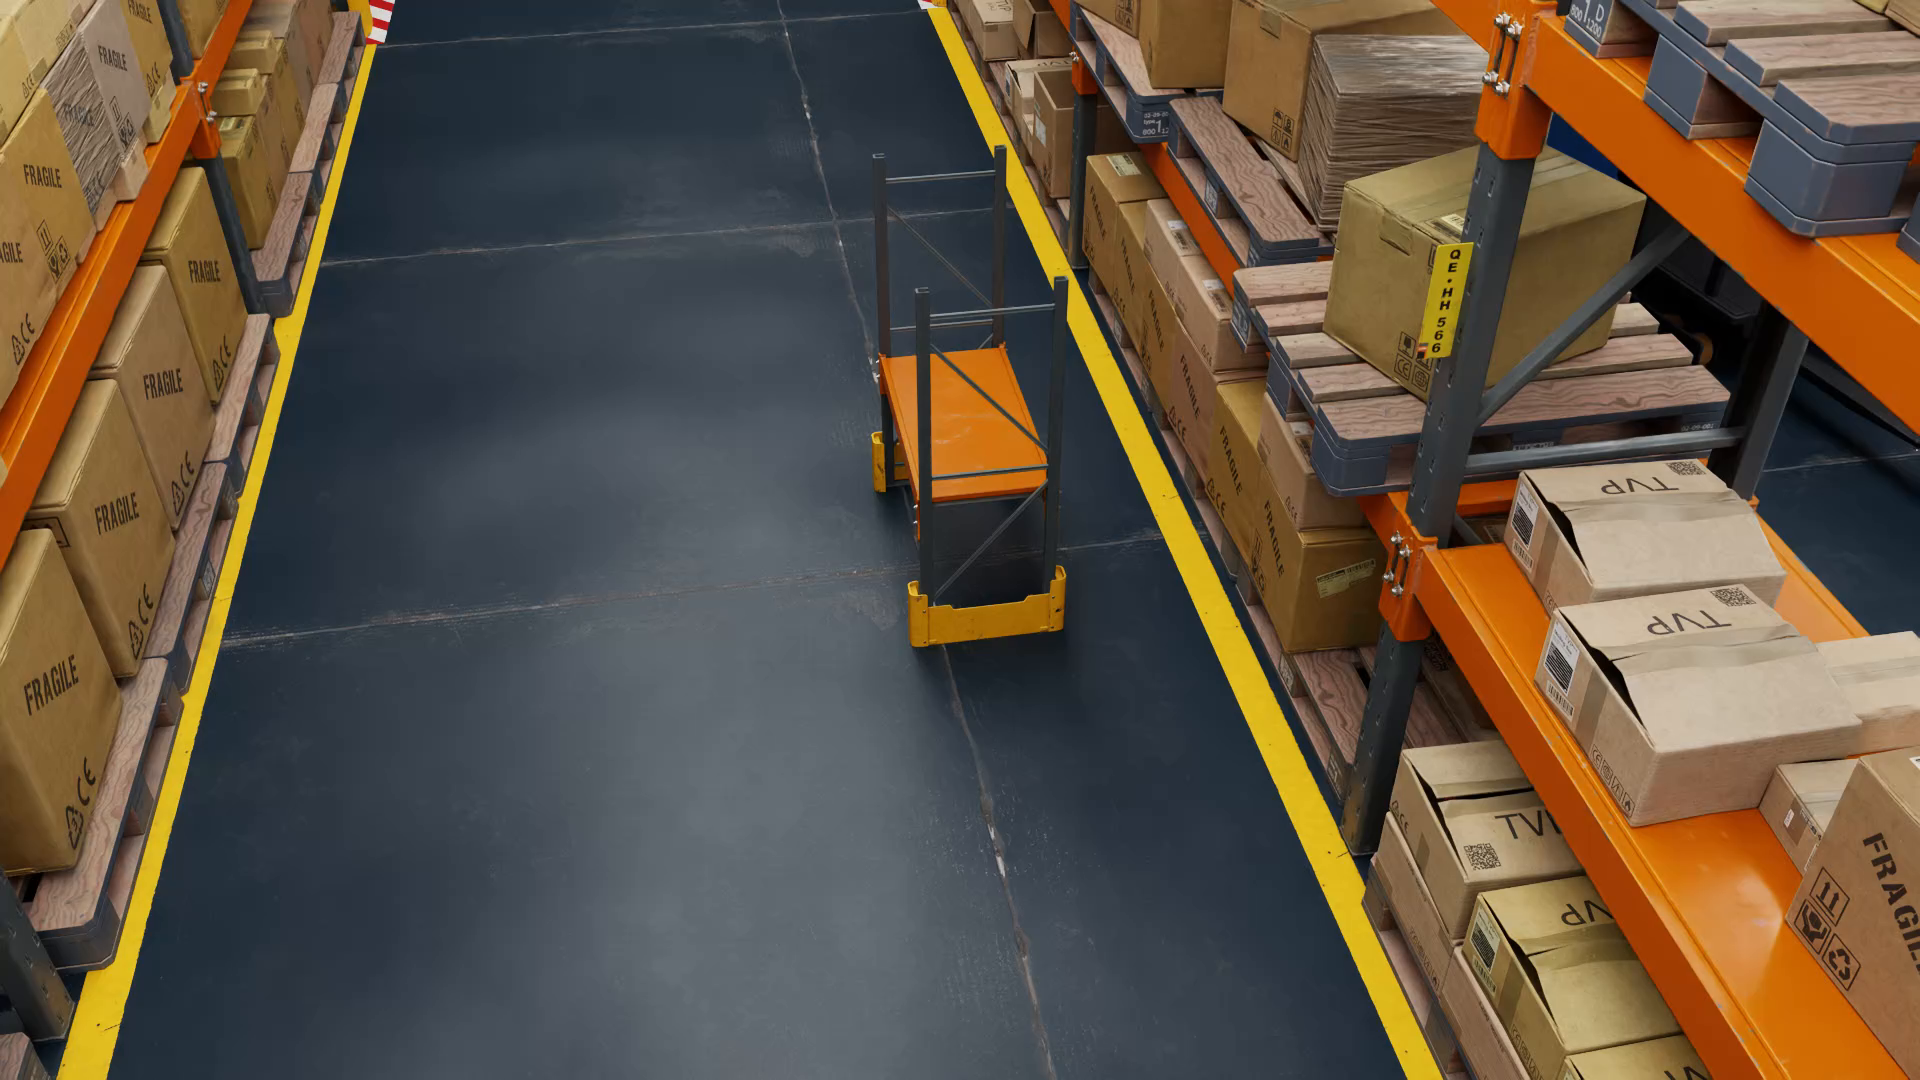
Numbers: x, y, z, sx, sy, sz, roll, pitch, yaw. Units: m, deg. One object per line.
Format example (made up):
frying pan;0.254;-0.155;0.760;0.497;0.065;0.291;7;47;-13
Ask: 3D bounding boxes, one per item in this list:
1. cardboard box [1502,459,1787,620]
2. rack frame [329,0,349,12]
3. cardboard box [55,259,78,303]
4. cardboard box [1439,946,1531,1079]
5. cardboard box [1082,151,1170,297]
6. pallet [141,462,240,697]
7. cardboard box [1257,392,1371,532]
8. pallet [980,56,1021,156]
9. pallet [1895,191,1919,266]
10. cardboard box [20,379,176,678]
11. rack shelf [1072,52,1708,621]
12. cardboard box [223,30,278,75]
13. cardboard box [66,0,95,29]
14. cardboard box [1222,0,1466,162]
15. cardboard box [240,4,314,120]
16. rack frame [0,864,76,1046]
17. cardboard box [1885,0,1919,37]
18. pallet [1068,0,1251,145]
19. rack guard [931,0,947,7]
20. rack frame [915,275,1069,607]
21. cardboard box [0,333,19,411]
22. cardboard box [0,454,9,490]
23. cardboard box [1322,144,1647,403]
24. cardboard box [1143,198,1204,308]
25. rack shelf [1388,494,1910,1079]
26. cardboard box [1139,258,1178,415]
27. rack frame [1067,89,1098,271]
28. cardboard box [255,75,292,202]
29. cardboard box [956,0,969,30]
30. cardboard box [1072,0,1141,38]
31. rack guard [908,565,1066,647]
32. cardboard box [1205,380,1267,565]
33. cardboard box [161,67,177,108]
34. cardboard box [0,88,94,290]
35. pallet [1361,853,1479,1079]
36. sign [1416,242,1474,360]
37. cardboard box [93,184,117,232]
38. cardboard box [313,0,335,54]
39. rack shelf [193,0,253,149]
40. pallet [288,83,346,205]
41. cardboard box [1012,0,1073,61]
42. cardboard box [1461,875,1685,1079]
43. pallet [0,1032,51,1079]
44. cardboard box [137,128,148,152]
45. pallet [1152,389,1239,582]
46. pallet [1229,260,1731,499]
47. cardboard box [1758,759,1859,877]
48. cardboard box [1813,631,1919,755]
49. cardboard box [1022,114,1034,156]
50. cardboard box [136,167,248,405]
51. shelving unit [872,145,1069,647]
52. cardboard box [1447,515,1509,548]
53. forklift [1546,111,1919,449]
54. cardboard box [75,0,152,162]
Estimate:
cardboard box;1.779;0.021;4.351;0.500;0.311;0.500;-4;38;-5
rack frame;-4.521;-4.536;10.143;1.000;3.000;0.127;-6;38;-8
cardboard box;-3.267;-0.921;5.679;0.380;0.149;0.250;-5;38;-7
cardboard box;1.650;1.333;4.489;0.500;0.250;0.500;-7;38;-9
cardboard box;0.902;-1.523;7.944;0.500;0.500;0.500;-8;39;-10
pallet;-3.393;0.178;6.349;1.003;0.211;1.213;-6;38;-8
cardboard box;1.349;-0.295;5.752;0.500;0.250;0.500;-5;38;-6
pallet;0.720;-2.707;10.062;1.003;0.211;1.213;-6;38;-8
pallet;2.164;-0.273;2.366;1.003;0.211;1.213;-5;38;-6
cardboard box;-3.265;-0.009;5.726;0.750;0.750;0.750;-6;38;-8
rack shelf;1.408;-1.163;6.388;1.077;0.370;4.000;-6;38;-8
cardboard box;-3.822;-2.559;8.765;0.380;0.149;0.250;-7;38;-9
cardboard box;-3.405;-2.016;5.949;0.500;0.250;0.500;-5;38;-7
cardboard box;1.427;-1.800;6.198;0.700;0.500;0.500;-16;41;-19
cardboard box;-4.123;-2.696;9.471;0.700;0.500;0.500;-7;38;-9
rack frame;-3.118;0.296;3.924;1.000;3.000;0.127;-6;38;-8
cardboard box;2.003;-0.947;2.859;0.500;0.250;0.500;-5;38;-7
pallet;1.090;-2.085;7.145;1.003;0.211;1.213;-6;38;-8
rack guard;0.369;-4.038;11.540;1.175;0.500;0.348;-6;38;-8
rack frame;0.104;-0.234;5.828;0.500;1.500;0.032;-6;38;-8
cardboard box;-3.034;-0.507;4.617;0.500;0.500;0.500;-5;38;-6
cardboard box;-2.947;-0.159;4.698;0.380;0.149;0.250;-5;38;-7
cardboard box;1.537;-0.812;4.927;0.700;0.500;0.500;-19;42;-23
cardboard box;1.077;-1.215;6.937;0.500;0.250;0.500;-6;38;-8
rack shelf;2.109;1.253;3.278;1.077;0.370;4.000;-6;38;-8
cardboard box;1.087;-0.899;7.142;0.500;0.500;0.500;-6;38;-7
rack frame;1.057;-2.655;7.722;1.000;3.000;0.127;-6;38;-8
cardboard box;-3.934;-2.065;8.658;0.700;0.500;0.500;-7;38;-8
cardboard box;0.259;-3.498;10.690;0.500;0.250;0.500;-6;38;-8
cardboard box;0.920;-2.550;7.163;0.700;0.500;0.500;-19;42;-23
rack guard;0.101;0.248;6.227;0.587;0.250;0.087;-6;38;-8
cardboard box;1.273;-0.278;6.341;0.500;0.500;0.500;-8;38;-10
cardboard box;-3.481;-1.855;6.881;0.380;0.149;0.250;-6;38;-8
cardboard box;-3.219;-1.120;5.407;0.500;0.500;0.500;-5;38;-7
pallet;1.864;1.364;4.822;1.003;0.211;1.213;-6;38;-8
sign;1.226;-0.601;4.199;0.100;0.325;0.005;-6;38;-8
cardboard box;-3.331;-1.235;6.084;0.380;0.149;0.250;-6;38;-8
cardboard box;-4.299;-3.302;10.251;0.700;0.500;0.500;-6;38;-8
rack shelf;-4.170;-3.044;8.809;1.077;0.370;4.000;-6;38;-8
pallet;-4.093;-2.225;9.442;1.003;0.211;1.213;-6;38;-8
cardboard box;0.723;-2.977;9.813;0.797;0.503;0.637;-6;38;-8
cardboard box;1.661;1.124;4.300;0.500;0.311;0.500;-7;38;-9
pallet;-2.983;1.870;4.171;1.003;0.211;1.213;-6;38;-8
cardboard box;-3.413;-1.544;6.480;0.380;0.149;0.250;-5;38;-7
pallet;1.454;-0.328;7.000;1.003;0.211;1.213;-6;38;-8
pallet;1.570;-0.565;5.188;1.213;0.211;1.003;-6;38;-8
cardboard box;2.037;0.625;3.706;0.380;0.149;0.250;-4;38;-5
cardboard box;2.188;0.374;4.028;0.380;0.149;0.250;-6;38;-8
cardboard box;0.553;-2.236;9.149;0.380;0.149;0.250;-6;38;-8
cardboard box;-3.577;-1.058;7.077;0.750;0.750;0.750;-6;38;-7
shelving unit;0.013;-0.546;6.231;0.587;1.500;1.083;-6;38;-8
cardboard box;1.862;-0.047;6.044;0.500;0.500;0.500;-8;38;-10
forklift;3.798;-2.255;7.264;1.130;2.935;3.031;-13;40;-17
cardboard box;-3.391;-1.726;6.186;0.500;0.500;0.500;-6;38;-8
